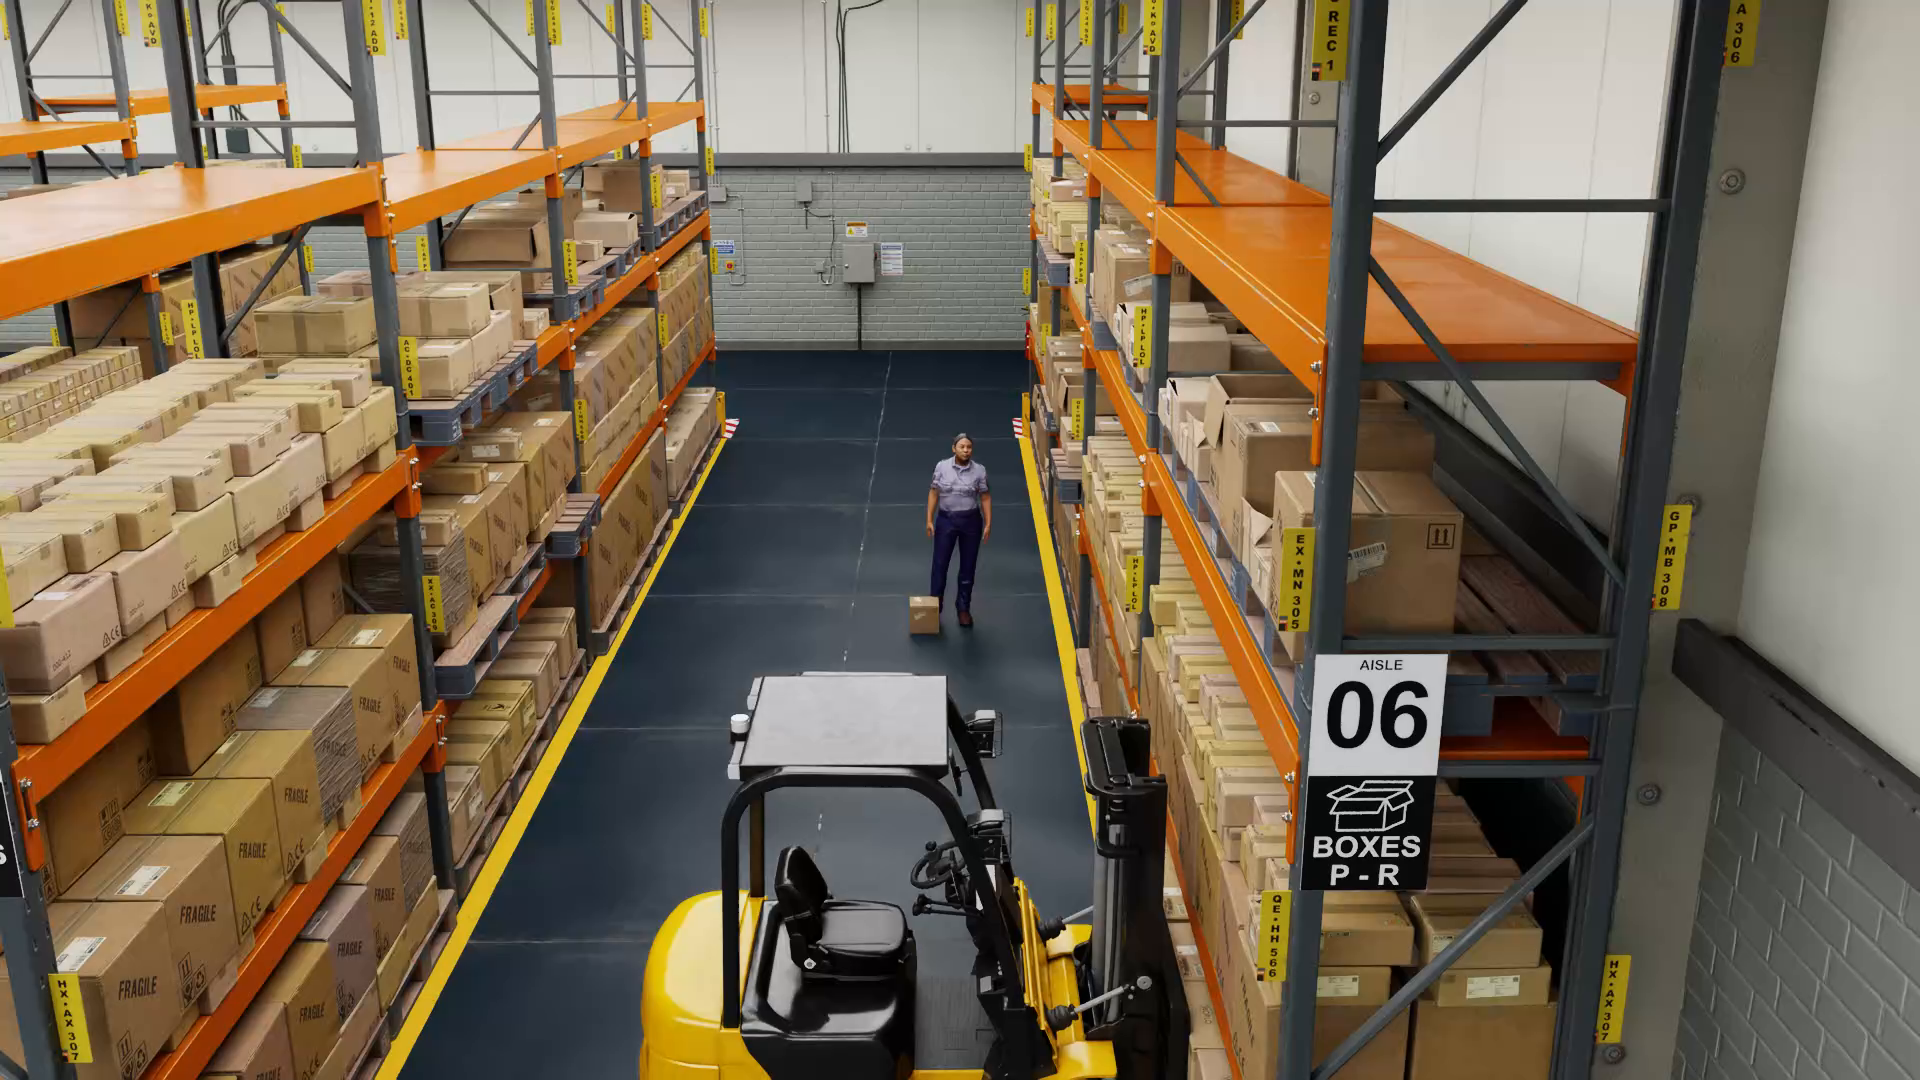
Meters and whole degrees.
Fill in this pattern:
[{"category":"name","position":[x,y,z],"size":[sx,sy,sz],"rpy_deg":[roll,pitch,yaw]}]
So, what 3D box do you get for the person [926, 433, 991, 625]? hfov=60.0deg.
[{"category":"person","position":[-0.025,-0.082,14.298],"size":[0.598,1.651,0.503],"rpy_deg":[0,17,-1]}]
